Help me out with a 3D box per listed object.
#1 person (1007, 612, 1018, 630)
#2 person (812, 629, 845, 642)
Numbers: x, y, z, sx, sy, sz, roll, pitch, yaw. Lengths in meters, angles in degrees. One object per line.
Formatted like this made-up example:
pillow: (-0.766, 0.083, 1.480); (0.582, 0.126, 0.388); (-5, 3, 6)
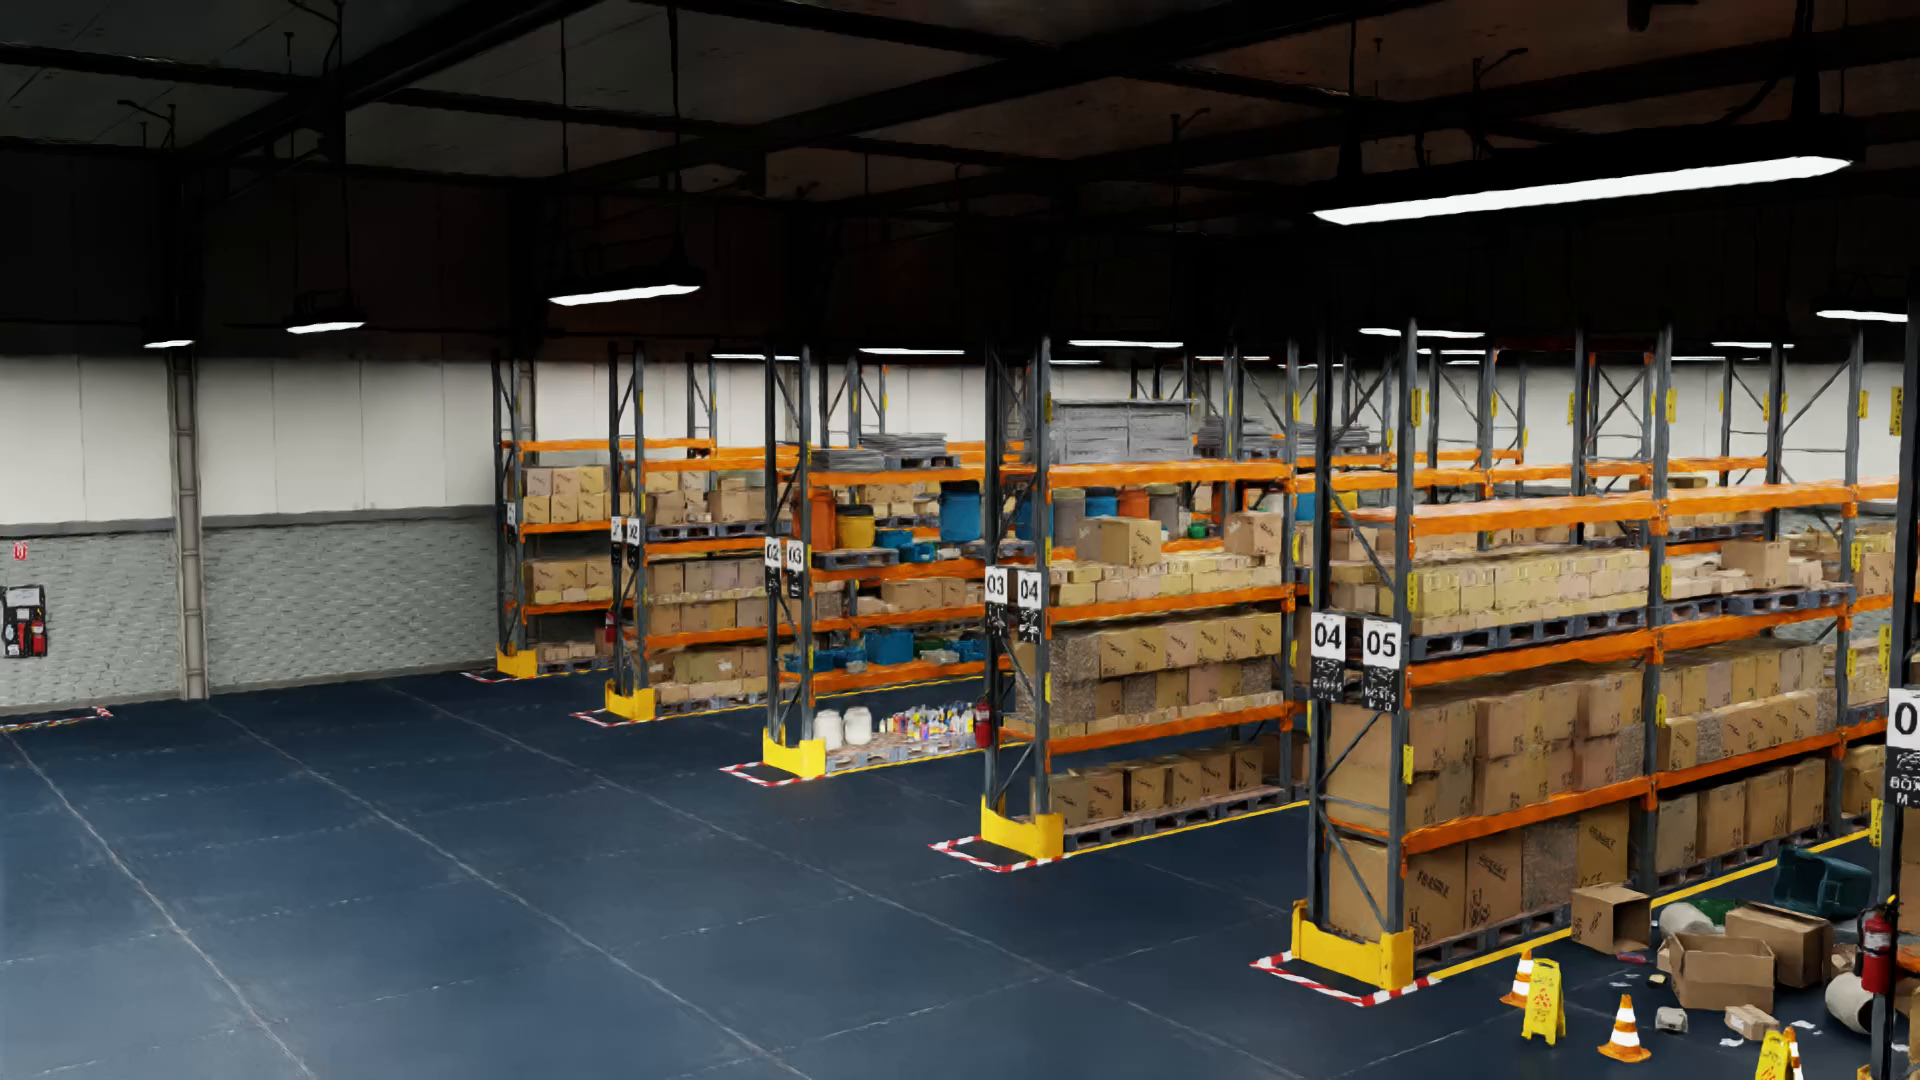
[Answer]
person: (1.216, 1.129, 35.944); (0.406, 1.731, 0.657); (4, 6, 36)
person: (-2.727, 1.391, 33.202); (1.029, 1.725, 0.555); (-4, 6, -38)
